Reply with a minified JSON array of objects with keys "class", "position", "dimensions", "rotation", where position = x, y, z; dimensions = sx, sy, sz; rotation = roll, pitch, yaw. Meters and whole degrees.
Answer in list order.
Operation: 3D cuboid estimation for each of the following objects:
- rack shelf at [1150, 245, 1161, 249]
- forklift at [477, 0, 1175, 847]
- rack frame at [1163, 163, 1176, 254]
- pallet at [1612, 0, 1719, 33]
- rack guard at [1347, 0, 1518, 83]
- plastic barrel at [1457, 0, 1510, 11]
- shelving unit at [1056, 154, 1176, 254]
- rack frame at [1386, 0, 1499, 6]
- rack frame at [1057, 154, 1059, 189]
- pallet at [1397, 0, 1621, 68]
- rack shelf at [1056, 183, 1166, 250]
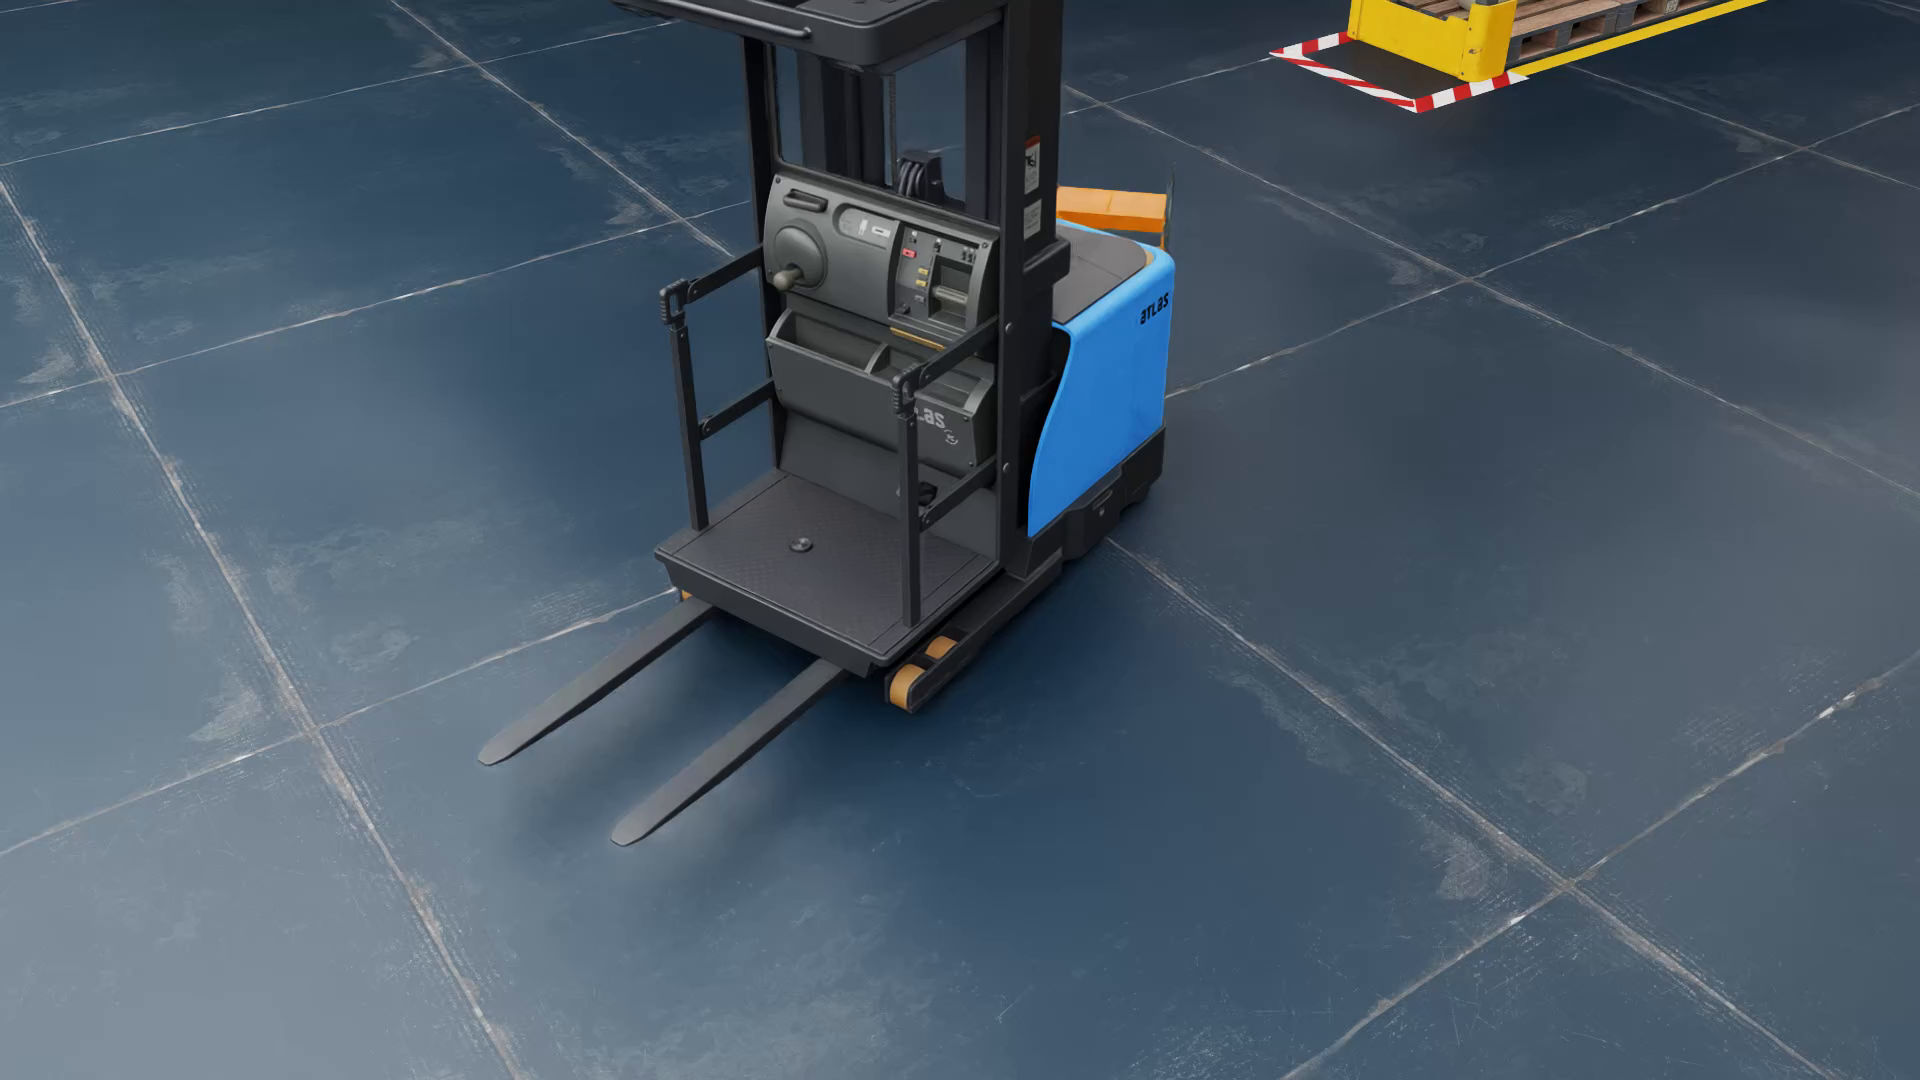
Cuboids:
[{"class":"rack shelf","position":[0.622,-1.155,7.061],"dimensions":[0.480,0.148,0.258],"rotation":[6,36,9]},{"class":"forklift","position":[-0.413,-0.905,5.498],"dimensions":[1.130,2.935,3.031],"rotation":[23,42,28]},{"class":"rack frame","position":[0.861,-1.001,7.115],"dimensions":[0.015,1.200,0.240],"rotation":[6,36,9]},{"class":"pallet","position":[4.833,-4.093,12.260],"dimensions":[1.213,0.211,1.003],"rotation":[-22,41,-28]},{"class":"rack guard","position":[3.169,-3.532,11.232],"dimensions":[0.348,0.500,1.175],"rotation":[-22,41,-28]},{"class":"plastic barrel","position":[3.628,-3.917,11.398],"dimensions":[0.421,0.512,0.421],"rotation":[0,36,0]},{"class":"shelving unit","position":[0.622,-1.028,7.152],"dimensions":[0.503,1.200,0.258],"rotation":[6,36,9]},{"class":"rack frame","position":[3.134,-4.498,10.436],"dimensions":[0.127,3.000,1.000],"rotation":[-22,41,-28]},{"class":"rack frame","position":[0.382,-1.055,7.190],"dimensions":[0.015,1.200,0.240],"rotation":[6,36,9]},{"class":"pallet","position":[3.836,-3.685,11.693],"dimensions":[1.213,0.211,1.003],"rotation":[-22,41,-28]},{"class":"rack shelf","position":[0.622,-1.347,6.923],"dimensions":[0.480,0.148,0.258],"rotation":[6,36,9]}]
